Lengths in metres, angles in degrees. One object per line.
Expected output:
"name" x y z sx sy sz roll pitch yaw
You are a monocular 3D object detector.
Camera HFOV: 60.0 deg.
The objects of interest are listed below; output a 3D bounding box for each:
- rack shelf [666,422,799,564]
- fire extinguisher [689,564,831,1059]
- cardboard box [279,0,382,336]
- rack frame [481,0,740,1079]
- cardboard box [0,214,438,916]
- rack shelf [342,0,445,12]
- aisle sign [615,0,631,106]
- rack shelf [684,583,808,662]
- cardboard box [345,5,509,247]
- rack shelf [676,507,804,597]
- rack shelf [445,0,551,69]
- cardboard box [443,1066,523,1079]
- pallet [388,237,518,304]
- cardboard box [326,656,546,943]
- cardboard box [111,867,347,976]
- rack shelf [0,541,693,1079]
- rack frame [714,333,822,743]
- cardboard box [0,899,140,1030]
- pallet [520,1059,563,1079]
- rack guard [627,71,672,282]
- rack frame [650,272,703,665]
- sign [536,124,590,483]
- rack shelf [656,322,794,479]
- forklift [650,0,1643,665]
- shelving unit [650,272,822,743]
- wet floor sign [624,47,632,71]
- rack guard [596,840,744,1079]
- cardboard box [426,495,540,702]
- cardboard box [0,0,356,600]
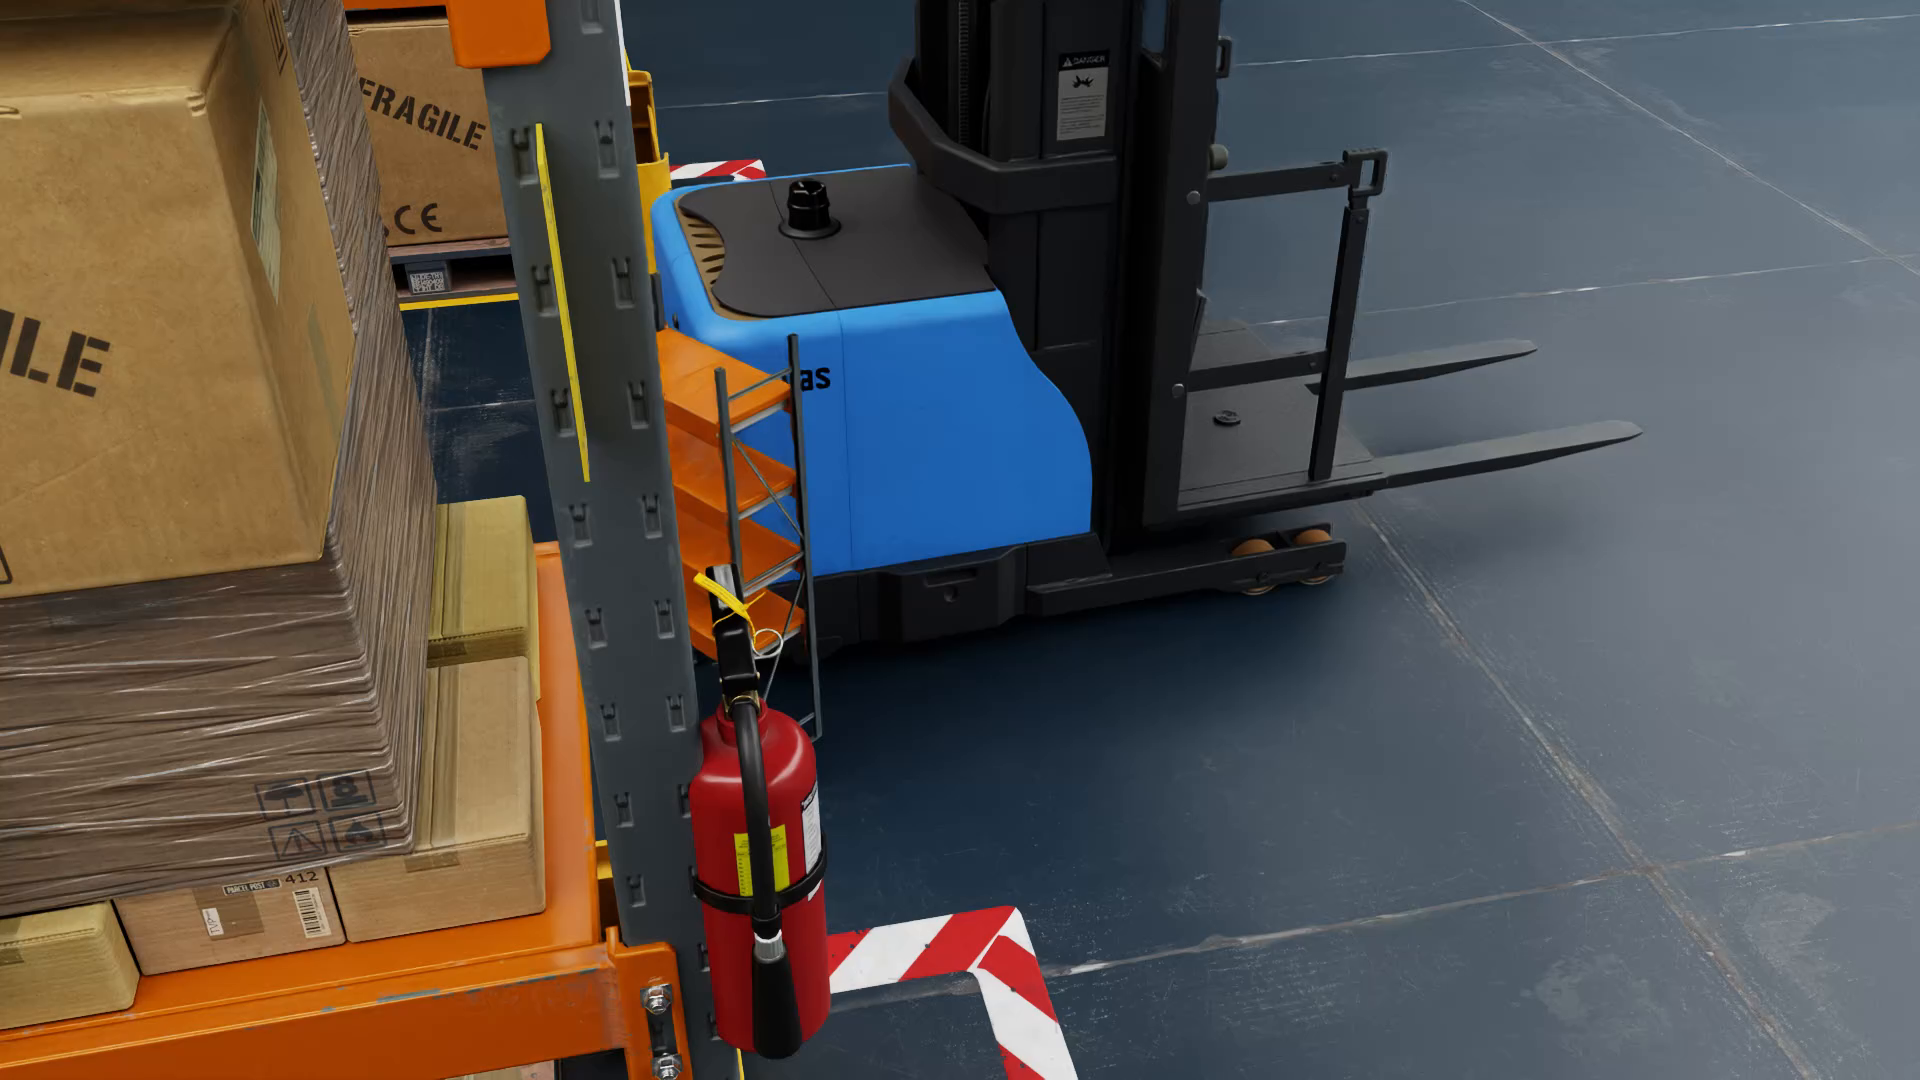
"rack shelf" -0.637 -0.145 4.108 0.480 0.148 0.258 27 42 34
"fire extinguisher" -0.261 0.360 2.091 0.183 0.674 0.296 -7 35 -11
"cardboard box" -1.070 -0.569 2.152 0.500 0.500 0.500 -7 35 -11
"rack frame" -0.474 0.092 2.422 0.127 3.000 1.000 -7 35 -11
"cardboard box" -1.016 -0.021 2.232 0.500 0.500 0.875 -7 35 -11
"rack shelf" -3.420 -2.072 6.291 4.000 0.370 1.077 -7 35 -11
"aisle sign" -0.347 -0.832 1.466 0.004 0.787 0.394 -7 35 -11
"rack shelf" -0.637 0.204 4.344 0.480 0.148 0.258 27 42 34
"cardboard box" -2.116 -1.789 6.755 0.875 0.875 0.875 -7 34 -10
"rack shelf" -0.637 0.040 4.233 0.480 0.148 0.258 27 42 34
"rack shelf" -2.425 -0.609 1.420 4.000 0.370 1.077 -7 35 -11
"cardboard box" -1.087 1.023 2.900 0.500 0.500 0.500 -1 34 -2
"pallet" -2.232 -1.318 7.024 1.213 0.211 1.003 -7 35 -11
"cardboard box" -0.706 0.343 2.272 0.250 0.149 0.380 -7 35 -11
"cardboard box" -0.950 0.373 2.227 0.250 0.149 0.380 -7 35 -11
"rack shelf" -2.425 0.636 2.256 4.000 0.370 1.077 -7 35 -11
"rack frame" -0.455 0.076 4.060 0.015 1.200 0.240 27 42 34
"cardboard box" -1.183 0.432 2.139 0.250 0.149 0.380 -7 35 -11
"pallet" -1.348 1.339 3.065 1.213 0.211 1.003 -7 35 -11
"rack guard" -1.446 -1.582 7.158 0.348 0.500 1.175 -7 35 -11
"rack frame" -0.818 -0.107 4.331 0.015 1.200 0.240 27 42 34
"sign" -0.371 -0.216 1.558 0.005 0.325 0.100 -7 35 -11
"rack shelf" -0.637 -0.342 3.975 0.480 0.148 0.258 27 42 34
"forklift" 0.662 -1.324 4.593 3.031 2.935 1.130 -9 35 -13
"shelving unit" -0.637 -0.016 4.195 0.503 1.200 0.258 27 42 34
"wet floor sign" -1.878 -2.719 8.722 0.232 0.644 0.267 -13 36 -19
"rack guard" -0.548 1.139 3.104 0.348 0.500 1.175 -7 35 -11
"cardboard box" -0.805 0.101 2.633 0.250 0.149 0.380 -7 35 -11
"cardboard box" -0.956 -0.287 1.731 0.500 0.500 0.500 -7 35 -11
